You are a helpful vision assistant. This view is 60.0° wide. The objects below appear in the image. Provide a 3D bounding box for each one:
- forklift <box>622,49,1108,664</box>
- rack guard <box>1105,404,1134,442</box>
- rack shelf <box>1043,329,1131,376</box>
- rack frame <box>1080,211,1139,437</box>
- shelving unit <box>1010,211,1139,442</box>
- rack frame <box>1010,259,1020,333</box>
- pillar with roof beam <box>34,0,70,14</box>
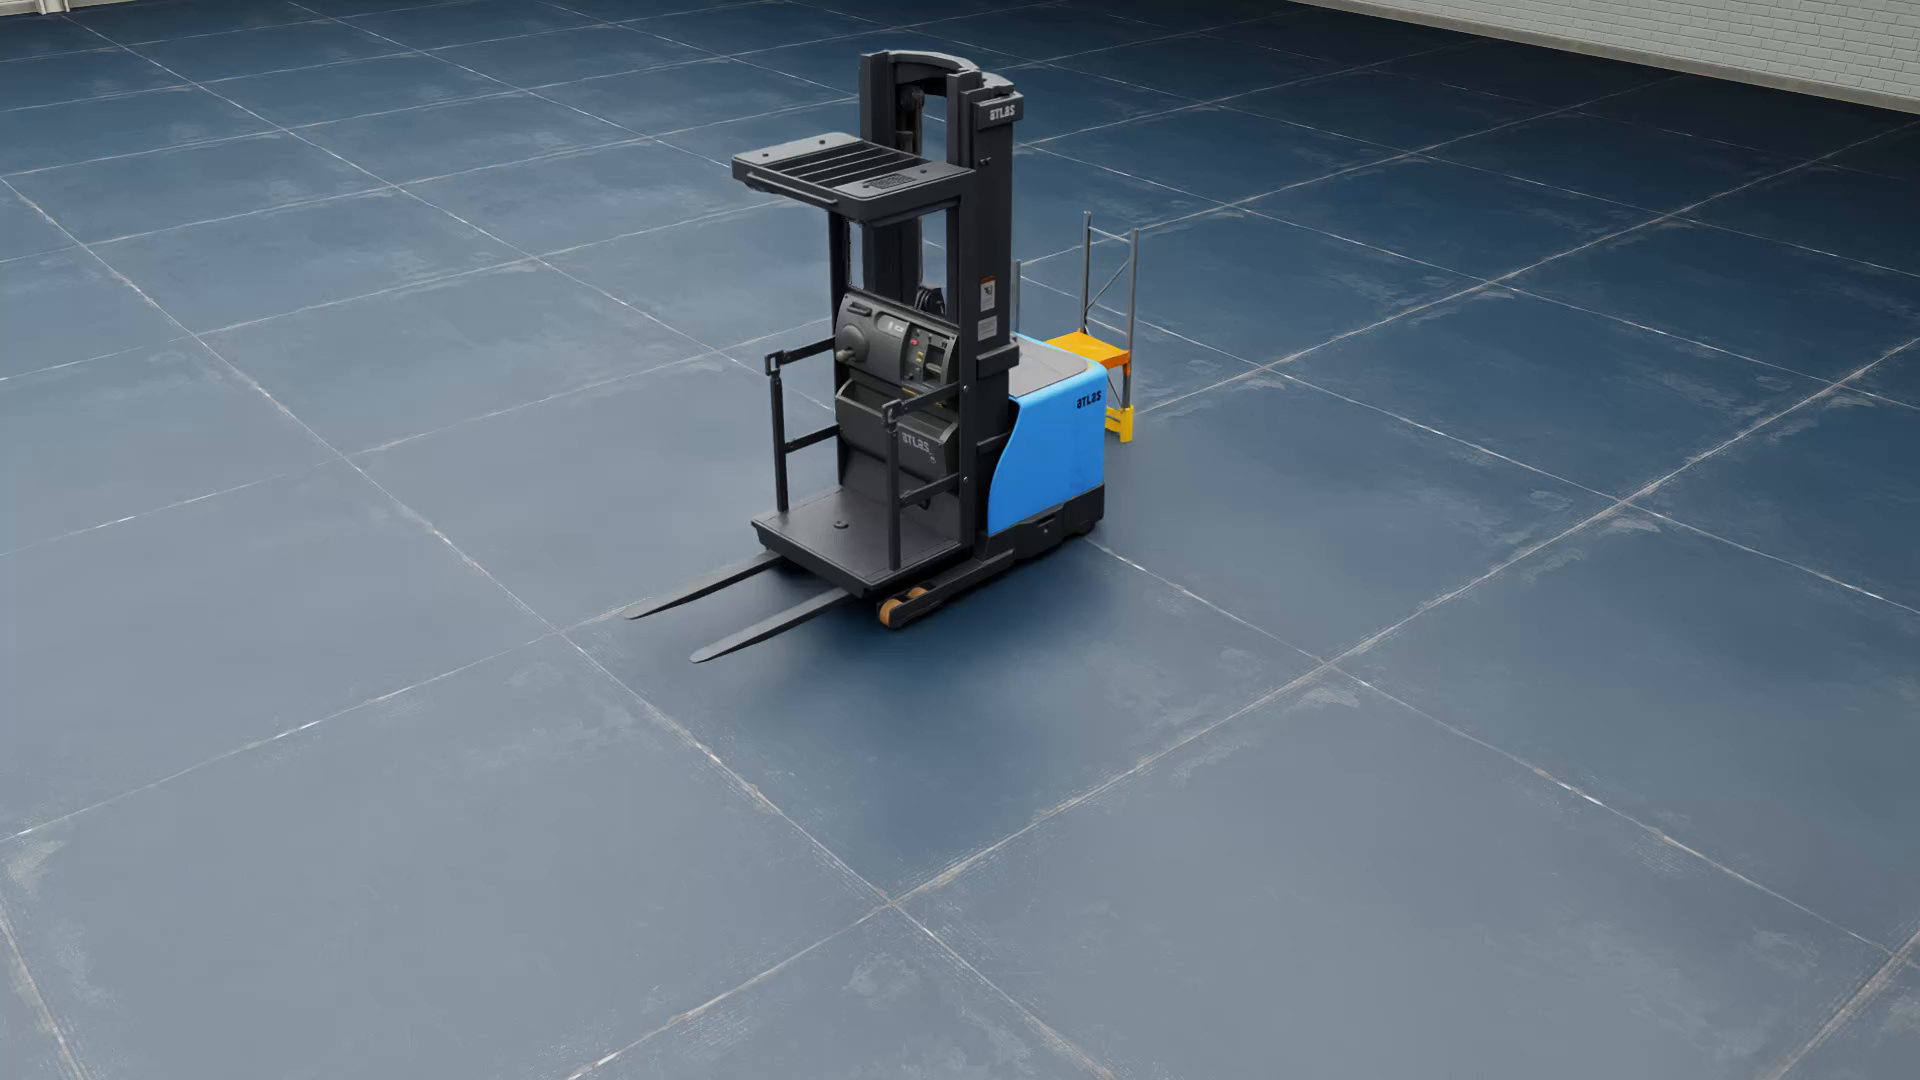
[{"bbox_3d":[-0.512,-1.069,9.141,3.031,2.935,1.130,-24,37,-38],"label":"forklift"},{"bbox_3d":[0.987,-0.904,11.676,0.087,0.250,0.587,-21,34,-33],"label":"rack guard"},{"bbox_3d":[0.605,-1.153,11.197,1.000,0.185,0.538,-21,34,-33],"label":"rack shelf"},{"bbox_3d":[1.002,-1.461,11.392,0.032,1.500,0.500,-21,34,-33],"label":"rack frame"},{"bbox_3d":[0.598,-1.309,11.107,1.083,1.500,0.587,-21,34,-33],"label":"shelving unit"},{"bbox_3d":[0.208,-1.162,10.833,0.032,1.500,0.500,-21,34,-33],"label":"rack frame"},{"bbox_3d":[-11.003,-10.473,20.300,0.400,9.000,9.100,-22,35,-35],"label":"pillar with roof beam"}]
